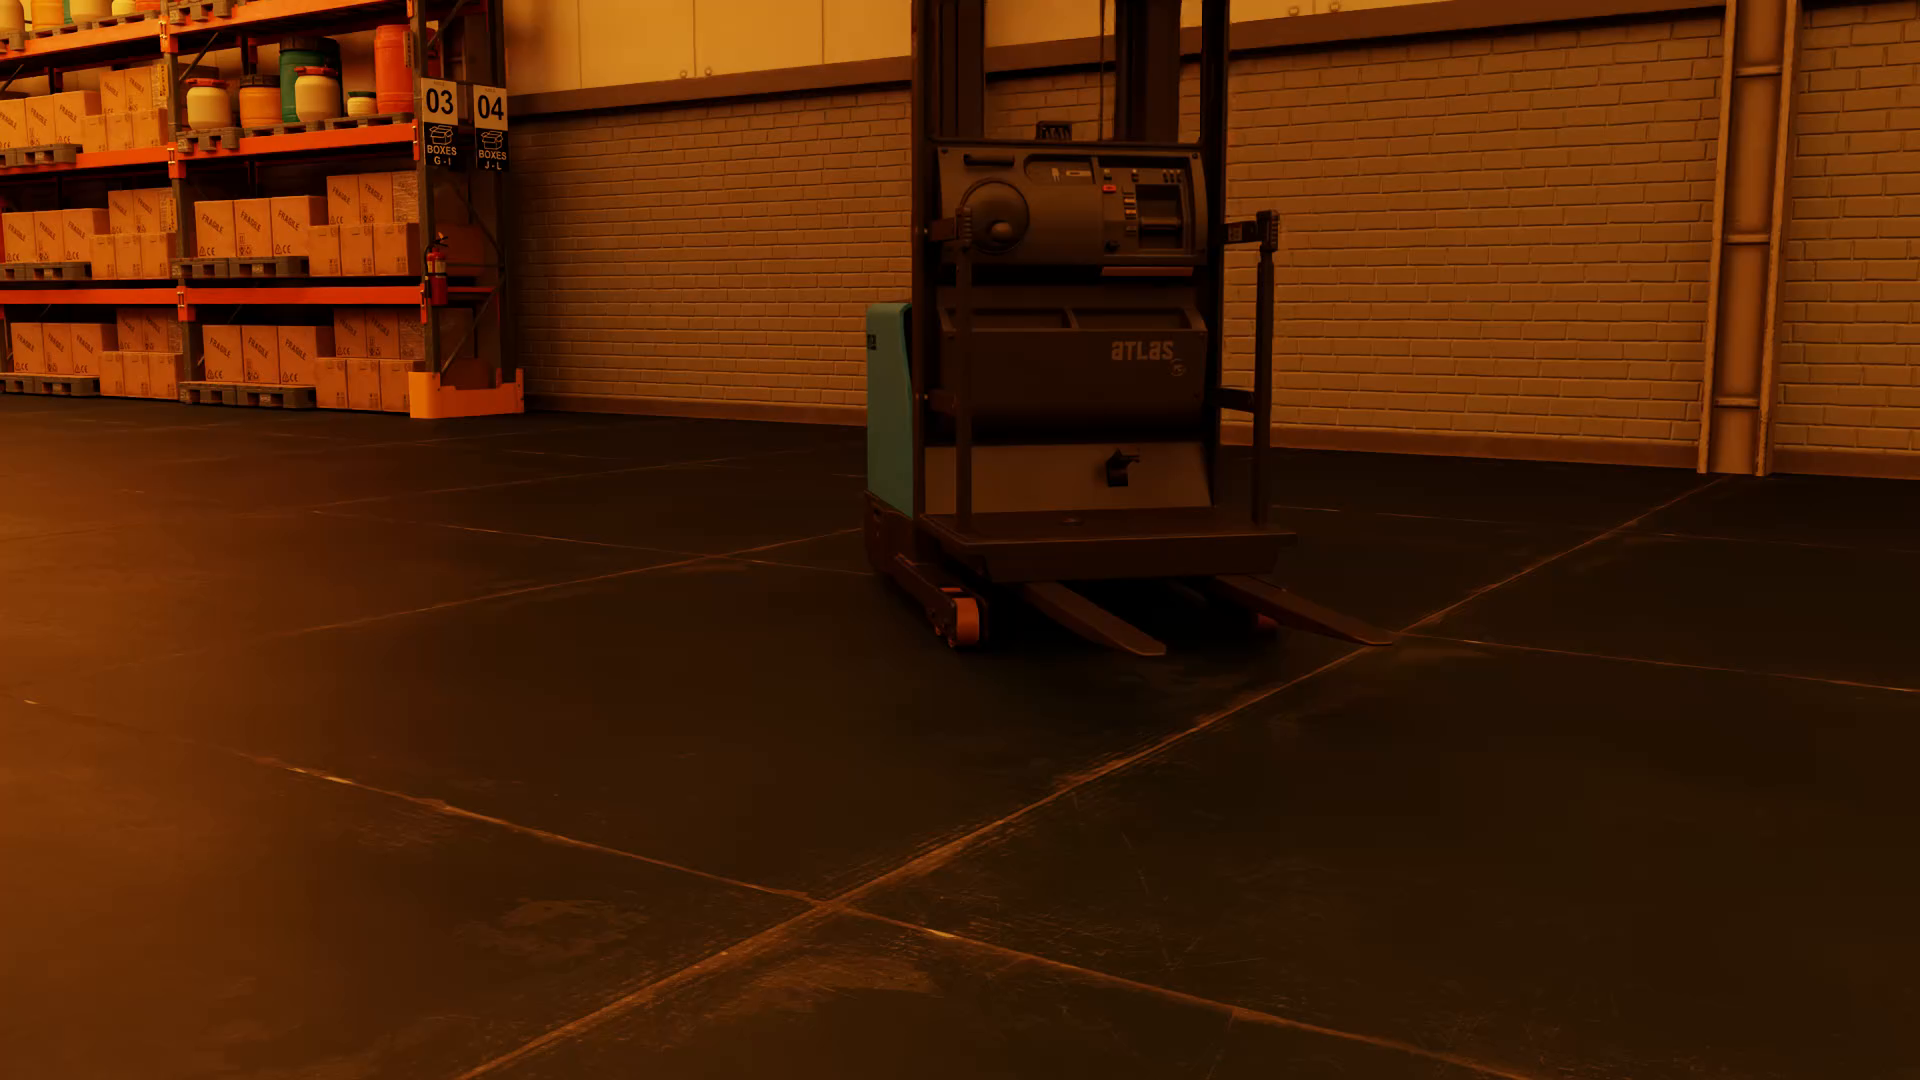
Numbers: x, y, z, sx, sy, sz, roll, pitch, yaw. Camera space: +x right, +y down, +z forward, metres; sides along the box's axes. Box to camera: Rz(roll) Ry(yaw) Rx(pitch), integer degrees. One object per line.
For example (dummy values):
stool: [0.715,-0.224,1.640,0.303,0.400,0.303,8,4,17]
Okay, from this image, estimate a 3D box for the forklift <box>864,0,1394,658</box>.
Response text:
forklift: [0.433,-1.168,5.407,1.130,2.935,3.031,-2,8,-13]
